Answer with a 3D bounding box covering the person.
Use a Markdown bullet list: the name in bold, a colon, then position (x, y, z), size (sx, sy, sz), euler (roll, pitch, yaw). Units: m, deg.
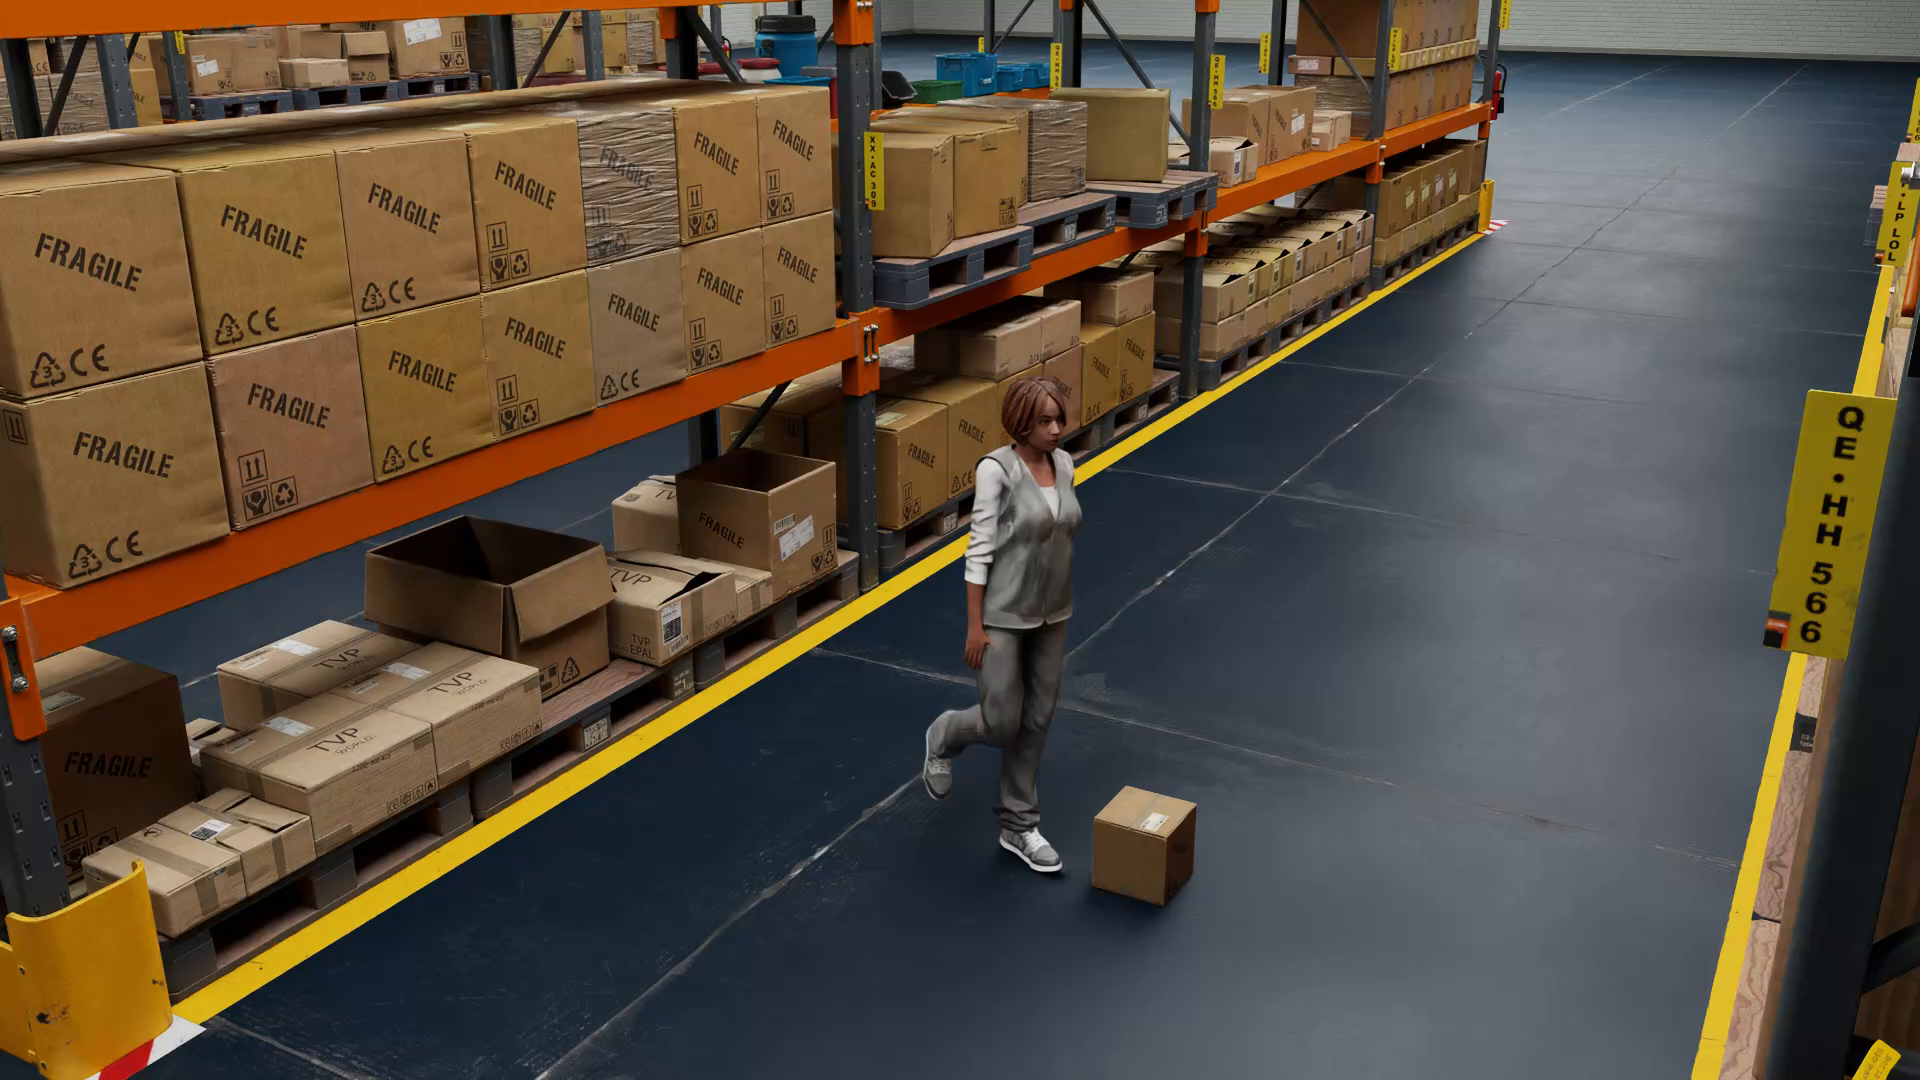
- **person**: position (0.155, 0.249, 5.357), size (0.462, 1.600, 0.573), euler (-16, 25, -37)
